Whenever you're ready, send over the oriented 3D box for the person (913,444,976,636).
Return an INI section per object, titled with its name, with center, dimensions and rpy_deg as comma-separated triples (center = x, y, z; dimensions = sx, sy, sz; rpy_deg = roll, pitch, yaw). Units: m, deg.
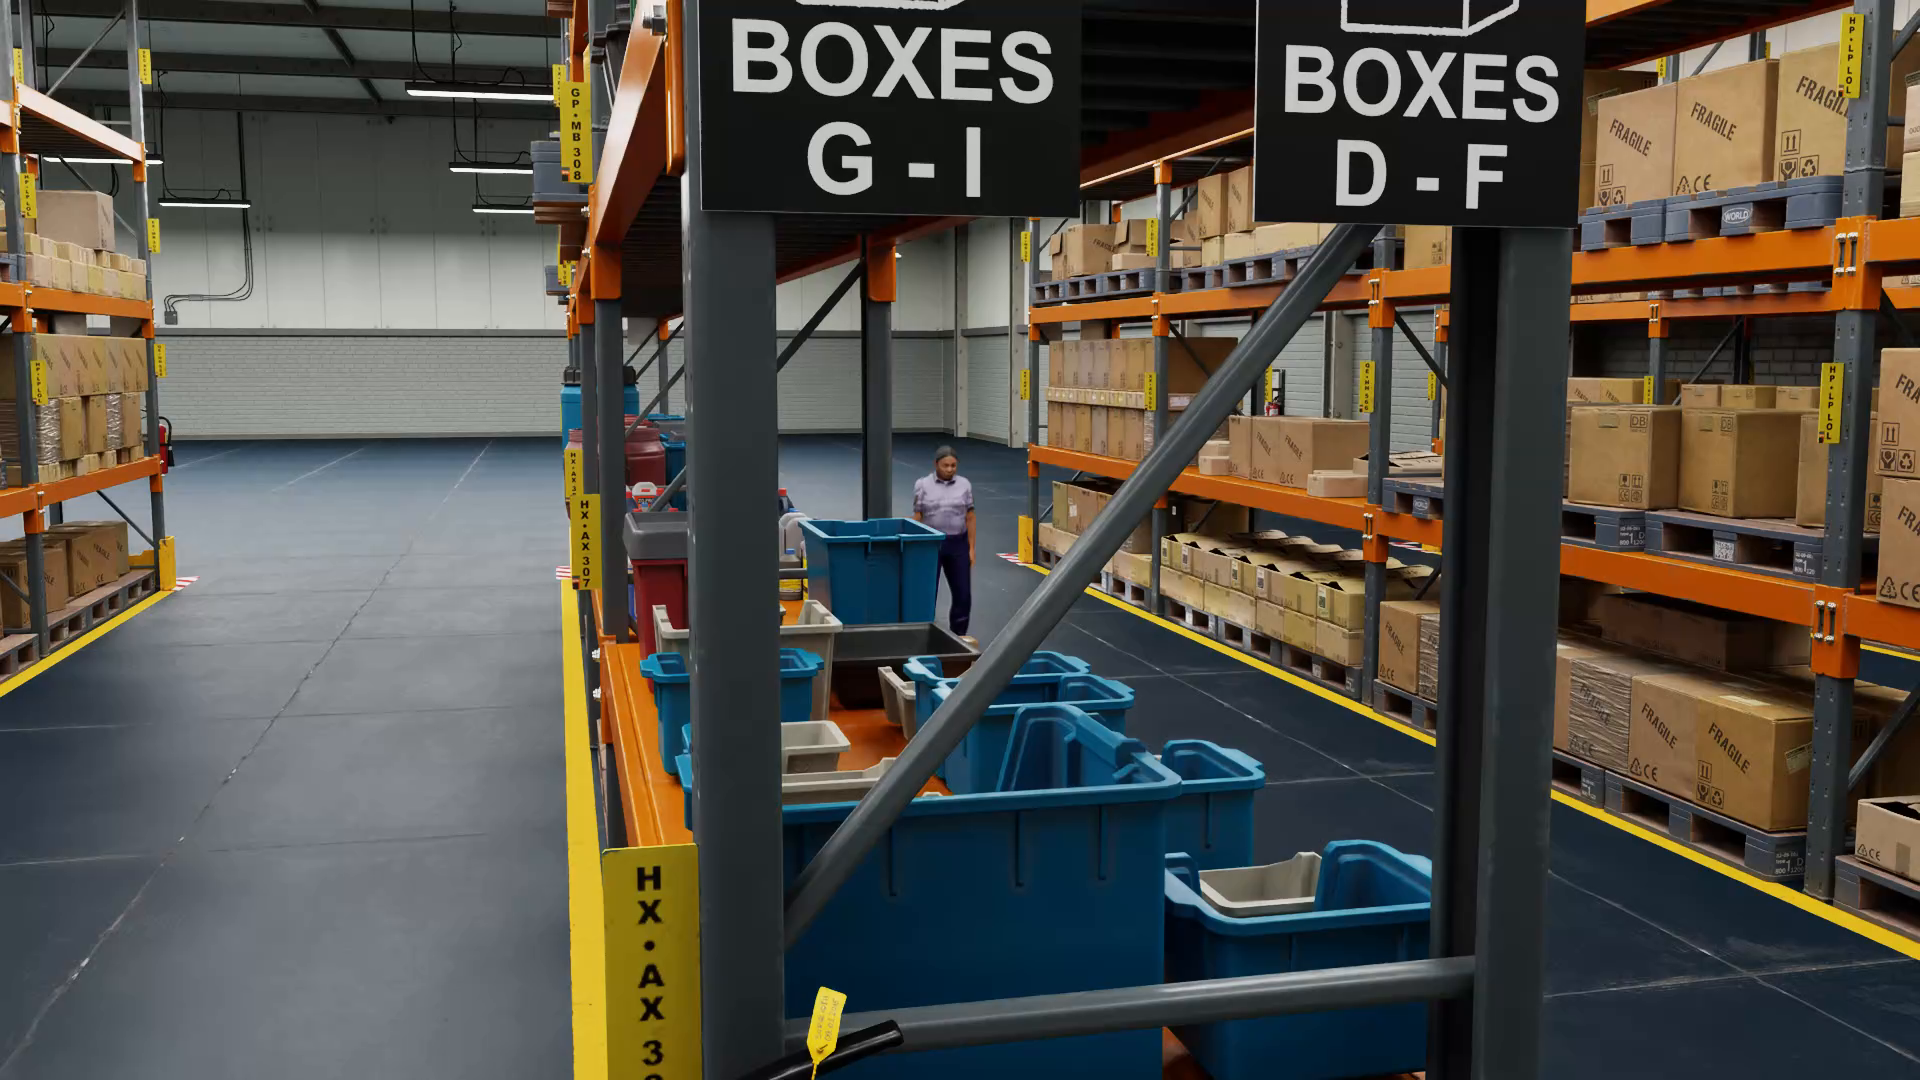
[person]
center = -0.111, 0.103, 12.402
dimensions = 0.478, 1.637, 0.337
rpy_deg = -1, 6, -13
